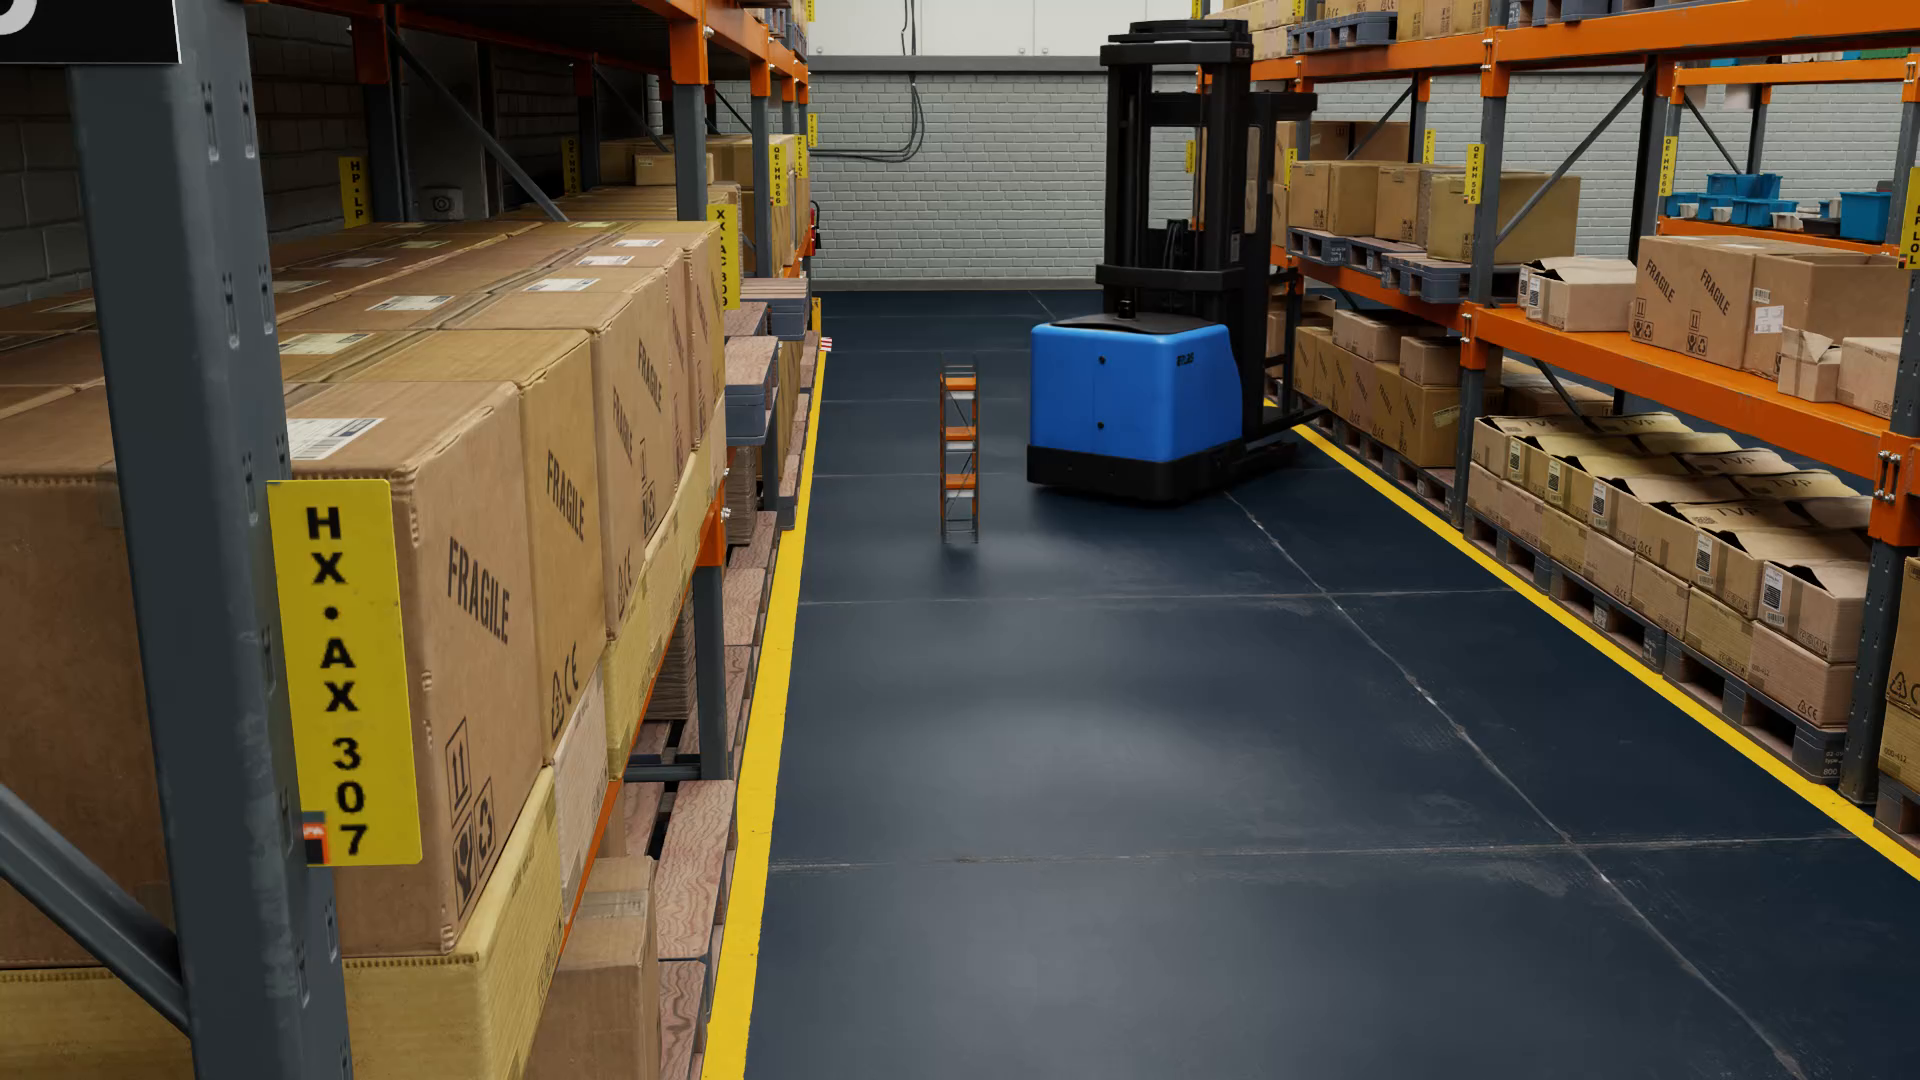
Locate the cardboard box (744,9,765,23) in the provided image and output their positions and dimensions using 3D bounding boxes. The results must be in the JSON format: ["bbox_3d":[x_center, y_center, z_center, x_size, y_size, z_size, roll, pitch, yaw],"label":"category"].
[{"bbox_3d":[-1.220,-2.695,8.101,0.500,0.311,0.500,-1,14,-3],"label":"cardboard box"}]

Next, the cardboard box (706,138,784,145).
[{"bbox_3d":[-1.412,-2.518,10.950,0.500,0.250,0.500,-1,14,-5],"label":"cardboard box"}]

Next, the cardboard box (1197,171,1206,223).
[{"bbox_3d":[2.679,-3.452,16.722,0.500,0.500,0.500,-1,14,-2],"label":"cardboard box"}]

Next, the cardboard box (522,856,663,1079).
[{"bbox_3d":[-1.022,1.038,3.607,0.700,0.500,0.500,-2,15,-7],"label":"cardboard box"}]

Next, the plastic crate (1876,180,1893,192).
[{"bbox_3d":[8.301,-2.885,14.469,0.402,0.464,0.583,-1,14,-3],"label":"plastic crate"}]

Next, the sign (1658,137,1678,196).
[{"bbox_3d":[3.964,-2.098,9.339,0.100,0.325,0.005,-1,14,-3],"label":"sign"}]

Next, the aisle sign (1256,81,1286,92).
[{"bbox_3d":[3.216,-4.799,16.940,0.394,0.787,0.004,-1,14,-3],"label":"aisle sign"}]

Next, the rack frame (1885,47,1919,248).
[{"bbox_3d":[8.106,-2.599,13.606,1.000,3.000,0.127,-1,14,-3],"label":"rack frame"}]

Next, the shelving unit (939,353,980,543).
[{"bbox_3d":[-0.003,-0.522,9.447,0.215,1.050,0.252,-1,14,-3],"label":"shelving unit"}]

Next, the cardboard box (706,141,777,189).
[{"bbox_3d":[-1.306,-2.140,9.482,0.500,0.250,0.500,-1,14,-2],"label":"cardboard box"}]

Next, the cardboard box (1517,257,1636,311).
[{"bbox_3d":[3.389,-1.394,9.103,0.500,0.311,0.500,0,14,0],"label":"cardboard box"}]

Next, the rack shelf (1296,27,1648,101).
[{"bbox_3d":[3.286,-3.130,11.095,1.077,0.370,4.000,-1,14,-3],"label":"rack shelf"}]

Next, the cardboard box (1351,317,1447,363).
[{"bbox_3d":[3.043,-1.391,11.542,0.500,0.250,0.500,-1,14,-4],"label":"cardboard box"}]

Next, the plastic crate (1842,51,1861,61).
[{"bbox_3d":[7.731,-4.192,14.114,0.416,0.233,0.300,-1,14,-3],"label":"plastic crate"}]

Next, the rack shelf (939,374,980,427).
[{"bbox_3d":[-0.003,-0.786,9.379,0.215,0.259,0.240,-1,14,-3],"label":"rack shelf"}]

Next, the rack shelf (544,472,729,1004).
[{"bbox_3d":[-1.162,0.390,3.436,1.077,0.370,4.000,-1,14,-3],"label":"rack shelf"}]

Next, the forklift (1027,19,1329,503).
[{"bbox_3d":[1.691,-1.962,11.268,1.130,2.935,3.031,10,17,34],"label":"forklift"}]

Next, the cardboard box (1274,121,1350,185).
[{"bbox_3d":[2.873,-3.177,13.649,0.500,0.500,0.500,-1,14,-3],"label":"cardboard box"}]

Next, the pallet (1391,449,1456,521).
[{"bbox_3d":[3.402,-0.364,10.518,1.003,0.211,1.213,-1,14,-3],"label":"pallet"}]

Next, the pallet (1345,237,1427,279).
[{"bbox_3d":[3.285,-1.919,11.350,1.003,0.211,1.213,-1,14,-3],"label":"pallet"}]

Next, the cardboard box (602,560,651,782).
[{"bbox_3d":[-0.824,0.220,2.914,0.500,0.250,0.500,-1,14,-4],"label":"cardboard box"}]

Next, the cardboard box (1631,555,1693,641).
[{"bbox_3d":[3.281,0.243,7.237,0.500,0.250,0.500,-1,14,-2],"label":"cardboard box"}]

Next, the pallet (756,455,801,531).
[{"bbox_3d":[-1.507,-0.298,10.260,1.003,0.211,1.213,-1,14,-3],"label":"pallet"}]

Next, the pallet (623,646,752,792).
[{"bbox_3d":[-1.336,0.701,6.379,1.003,0.211,1.213,-1,14,-3],"label":"pallet"}]

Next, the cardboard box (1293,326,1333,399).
[{"bbox_3d":[2.949,-1.401,13.087,0.500,0.500,0.500,-2,15,-6],"label":"cardboard box"}]

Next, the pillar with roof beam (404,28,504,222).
[{"bbox_3d":[1.980,-4.086,7.348,9.100,9.000,0.400,-1,14,-3],"label":"pillar with roof beam"}]

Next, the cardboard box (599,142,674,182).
[{"bbox_3d":[-1.821,-2.125,9.423,0.500,0.250,0.500,0,14,-2],"label":"cardboard box"}]

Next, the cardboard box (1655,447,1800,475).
[{"bbox_3d":[3.755,-0.290,8.185,0.500,0.311,0.500,-1,14,-4],"label":"cardboard box"}]

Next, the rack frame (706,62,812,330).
[{"bbox_3d":[-2.030,-3.440,16.878,1.000,3.000,0.127,-1,14,-3],"label":"rack frame"}]

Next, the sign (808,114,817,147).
[{"bbox_3d":[-1.487,-4.121,16.724,0.100,0.325,0.005,-1,14,-3],"label":"sign"}]

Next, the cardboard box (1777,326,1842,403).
[{"bbox_3d":[3.420,-0.684,6.436,0.396,0.266,0.258,-1,14,-5],"label":"cardboard box"}]

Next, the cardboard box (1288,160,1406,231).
[{"bbox_3d":[2.968,-2.654,12.777,0.700,0.500,0.500,-6,16,-22],"label":"cardboard box"}]

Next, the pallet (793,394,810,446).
[{"bbox_3d":[-1.659,-0.904,12.618,1.003,0.211,1.213,-1,14,-3],"label":"pallet"}]

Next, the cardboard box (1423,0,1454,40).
[{"bbox_3d":[3.318,-3.264,9.973,0.910,0.500,0.500,-1,14,-3],"label":"cardboard box"}]

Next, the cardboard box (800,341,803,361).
[{"bbox_3d":[-1.783,-1.879,14.982,0.700,0.500,0.500,-1,14,-2],"label":"cardboard box"}]

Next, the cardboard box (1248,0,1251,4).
[{"bbox_3d":[3.047,-5.127,15.208,0.700,0.500,0.500,-1,14,-3],"label":"cardboard box"}]

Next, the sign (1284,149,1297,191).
[{"bbox_3d":[2.621,-2.932,13.165,0.100,0.325,0.005,-1,14,-3],"label":"sign"}]

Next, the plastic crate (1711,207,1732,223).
[{"bbox_3d":[7.524,-3.179,16.269,0.250,0.136,0.298,-1,14,-3],"label":"plastic crate"}]

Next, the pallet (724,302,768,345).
[{"bbox_3d":[-1.370,-0.866,7.258,1.003,0.211,1.213,-1,14,-3],"label":"pallet"}]

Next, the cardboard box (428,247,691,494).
[{"bbox_3d":[-0.891,-0.394,3.794,0.500,0.500,0.500,-1,14,-5],"label":"cardboard box"}]

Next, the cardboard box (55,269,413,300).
[{"bbox_3d":[-1.368,-0.255,3.252,0.500,0.500,0.500,-1,14,-3],"label":"cardboard box"}]

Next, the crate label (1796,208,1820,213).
[{"bbox_3d":[8.135,-3.154,16.172,0.396,0.136,0.243,-1,14,-3],"label":"crate label"}]

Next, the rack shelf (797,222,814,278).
[{"bbox_3d":[-1.906,-2.595,15.035,1.077,0.370,4.000,-1,14,-3],"label":"rack shelf"}]

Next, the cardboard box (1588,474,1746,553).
[{"bbox_3d":[3.252,-0.152,7.646,0.500,0.311,0.500,-1,14,-4],"label":"cardboard box"}]

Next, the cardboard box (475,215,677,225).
[{"bbox_3d":[-1.284,-0.845,5.706,0.700,0.500,0.500,-1,14,-3],"label":"cardboard box"}]

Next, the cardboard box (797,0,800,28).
[{"bbox_3d":[-1.579,-4.380,13.769,0.500,0.250,0.500,-1,14,-5],"label":"cardboard box"}]

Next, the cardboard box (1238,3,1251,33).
[{"bbox_3d":[2.775,-4.635,14.799,0.500,0.250,0.500,-1,14,-3],"label":"cardboard box"}]

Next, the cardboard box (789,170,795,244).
[{"bbox_3d":[-1.460,-2.410,12.036,0.500,0.500,0.500,-1,14,-3],"label":"cardboard box"}]

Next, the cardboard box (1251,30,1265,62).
[{"bbox_3d":[2.807,-4.269,14.378,0.500,0.250,0.500,-1,14,-3],"label":"cardboard box"}]
